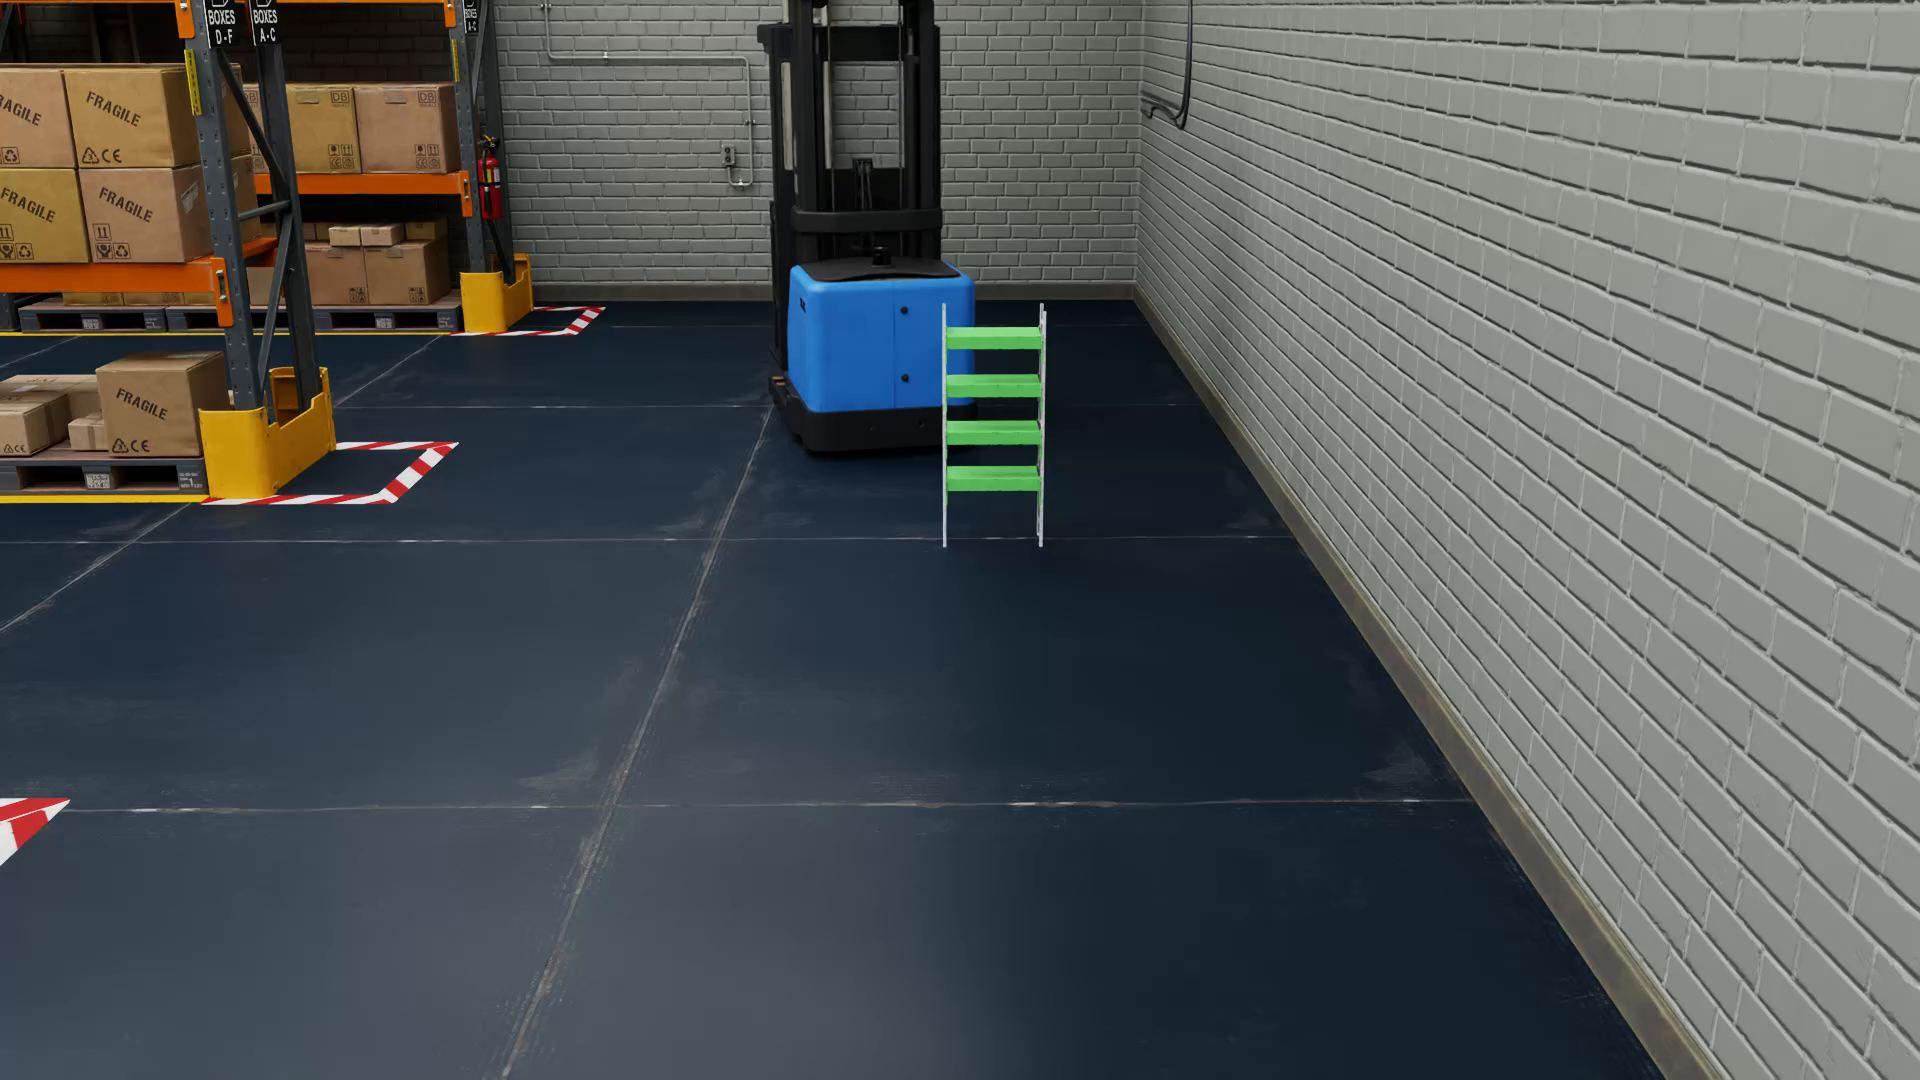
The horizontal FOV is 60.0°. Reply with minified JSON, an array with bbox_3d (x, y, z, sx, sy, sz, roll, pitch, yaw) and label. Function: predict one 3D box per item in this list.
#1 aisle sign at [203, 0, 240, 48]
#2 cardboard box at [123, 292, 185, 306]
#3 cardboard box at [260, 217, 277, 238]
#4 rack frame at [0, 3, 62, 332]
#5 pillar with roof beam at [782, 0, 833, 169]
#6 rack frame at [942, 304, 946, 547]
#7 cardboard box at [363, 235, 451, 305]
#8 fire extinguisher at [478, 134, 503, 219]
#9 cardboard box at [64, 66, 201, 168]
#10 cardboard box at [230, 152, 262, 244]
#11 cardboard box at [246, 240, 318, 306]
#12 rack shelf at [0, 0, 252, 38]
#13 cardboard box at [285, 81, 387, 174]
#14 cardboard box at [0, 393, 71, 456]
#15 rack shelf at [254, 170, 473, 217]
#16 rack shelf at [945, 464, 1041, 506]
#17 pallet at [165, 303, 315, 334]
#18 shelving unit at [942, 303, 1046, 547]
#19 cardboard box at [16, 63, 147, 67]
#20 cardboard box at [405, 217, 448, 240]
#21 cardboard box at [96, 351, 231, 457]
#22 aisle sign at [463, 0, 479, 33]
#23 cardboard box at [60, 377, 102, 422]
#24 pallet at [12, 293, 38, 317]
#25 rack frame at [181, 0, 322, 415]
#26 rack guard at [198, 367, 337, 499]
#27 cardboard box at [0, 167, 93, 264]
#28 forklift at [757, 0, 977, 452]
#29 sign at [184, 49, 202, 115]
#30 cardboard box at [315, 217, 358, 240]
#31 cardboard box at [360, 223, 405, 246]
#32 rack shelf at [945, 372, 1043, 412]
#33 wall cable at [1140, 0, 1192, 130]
[{"bbox_3d":[-3.884,-2.980,8.671,0.004,0.787,0.394,0,18,-1],"label":"aisle sign"},{"bbox_3d":[-6.786,-2.312,14.250,0.500,0.500,0.700,0,18,-1],"label":"cardboard box"},{"bbox_3d":[-5.883,-2.688,14.359,0.250,0.149,0.380,0,18,0],"label":"cardboard box"},{"bbox_3d":[-8.038,-3.329,14.014,0.127,3.000,1.000,0,18,-1],"label":"rack frame"},{"bbox_3d":[-1.285,-5.167,9.924,0.400,9.000,9.100,0,18,-1],"label":"pillar with roof beam"},{"bbox_3d":[-0.078,-0.571,8.363,0.015,1.200,0.240,0,18,-1],"label":"rack frame"},{"bbox_3d":[-4.737,-2.324,14.287,0.500,0.500,0.700,0,18,-1],"label":"cardboard box"},{"bbox_3d":[-3.880,-2.994,13.706,0.183,0.674,0.296,0,18,-1],"label":"fire extinguisher"},{"bbox_3d":[-4.397,-2.273,8.922,0.500,0.500,0.500,0,18,-1],"label":"cardboard box"},{"bbox_3d":[-4.404,-1.961,9.587,0.500,0.500,0.500,0,18,0],"label":"cardboard box"},{"bbox_3d":[-5.740,-2.319,14.271,0.500,0.500,0.700,-1,18,-3],"label":"cardboard box"},{"bbox_3d":[-5.956,-2.911,8.980,4.000,0.370,1.077,0,18,-1],"label":"rack shelf"},{"bbox_3d":[-5.276,-3.479,13.990,0.700,0.700,0.980,0,18,-1],"label":"cardboard box"},{"bbox_3d":[-5.447,-0.662,9.483,0.500,0.250,0.500,0,18,-1],"label":"cardboard box"},{"bbox_3d":[-6.038,-2.996,14.154,4.000,0.370,1.077,0,18,-1],"label":"rack shelf"},{"bbox_3d":[0.166,-0.283,8.460,0.480,0.148,0.258,0,18,-1],"label":"rack shelf"},{"bbox_3d":[-6.054,-1.988,14.398,1.213,0.211,1.003,0,18,-1],"label":"pallet"},{"bbox_3d":[0.166,-0.572,8.367,0.503,1.200,0.258,0,18,-1],"label":"shelving unit"},{"bbox_3d":[-4.927,-2.433,9.420,0.500,0.500,0.500,0,18,0],"label":"cardboard box"},{"bbox_3d":[-4.615,-2.695,14.380,0.250,0.149,0.380,0,18,0],"label":"cardboard box"},{"bbox_3d":[-4.496,-0.777,9.430,0.500,0.500,0.500,0,18,-1],"label":"cardboard box"},{"bbox_3d":[-3.962,-4.495,13.393,0.004,0.787,0.394,0,18,-1],"label":"aisle sign"},{"bbox_3d":[-5.005,-0.817,9.965,0.500,0.250,0.500,0,18,-1],"label":"cardboard box"},{"bbox_3d":[-8.808,-1.974,14.357,1.213,0.211,1.003,0,18,-1],"label":"pallet"},{"bbox_3d":[-3.957,-1.835,9.358,0.127,3.000,1.000,0,18,-1],"label":"rack frame"},{"bbox_3d":[-4.033,-0.645,9.739,0.348,0.500,1.175,0,18,-1],"label":"rack guard"},{"bbox_3d":[-4.919,-1.794,9.066,0.500,0.500,0.500,0,18,0],"label":"cardboard box"},{"bbox_3d":[-0.721,-2.335,11.027,1.130,2.935,3.031,-4,18,-12],"label":"forklift"},{"bbox_3d":[-3.968,-2.368,8.604,0.005,0.325,0.100,0,18,-1],"label":"sign"},{"bbox_3d":[-5.372,-2.691,14.368,0.250,0.149,0.380,0,18,0],"label":"cardboard box"},{"bbox_3d":[-4.862,-2.577,14.012,0.250,0.149,0.380,0,18,-2],"label":"cardboard box"},{"bbox_3d":[0.166,-0.740,8.313,0.480,0.148,0.258,0,18,-1],"label":"rack shelf"},{"bbox_3d":[1.622,-4.644,13.377,0.112,2.526,3.097,0,18,-1],"label":"wall cable"}]
